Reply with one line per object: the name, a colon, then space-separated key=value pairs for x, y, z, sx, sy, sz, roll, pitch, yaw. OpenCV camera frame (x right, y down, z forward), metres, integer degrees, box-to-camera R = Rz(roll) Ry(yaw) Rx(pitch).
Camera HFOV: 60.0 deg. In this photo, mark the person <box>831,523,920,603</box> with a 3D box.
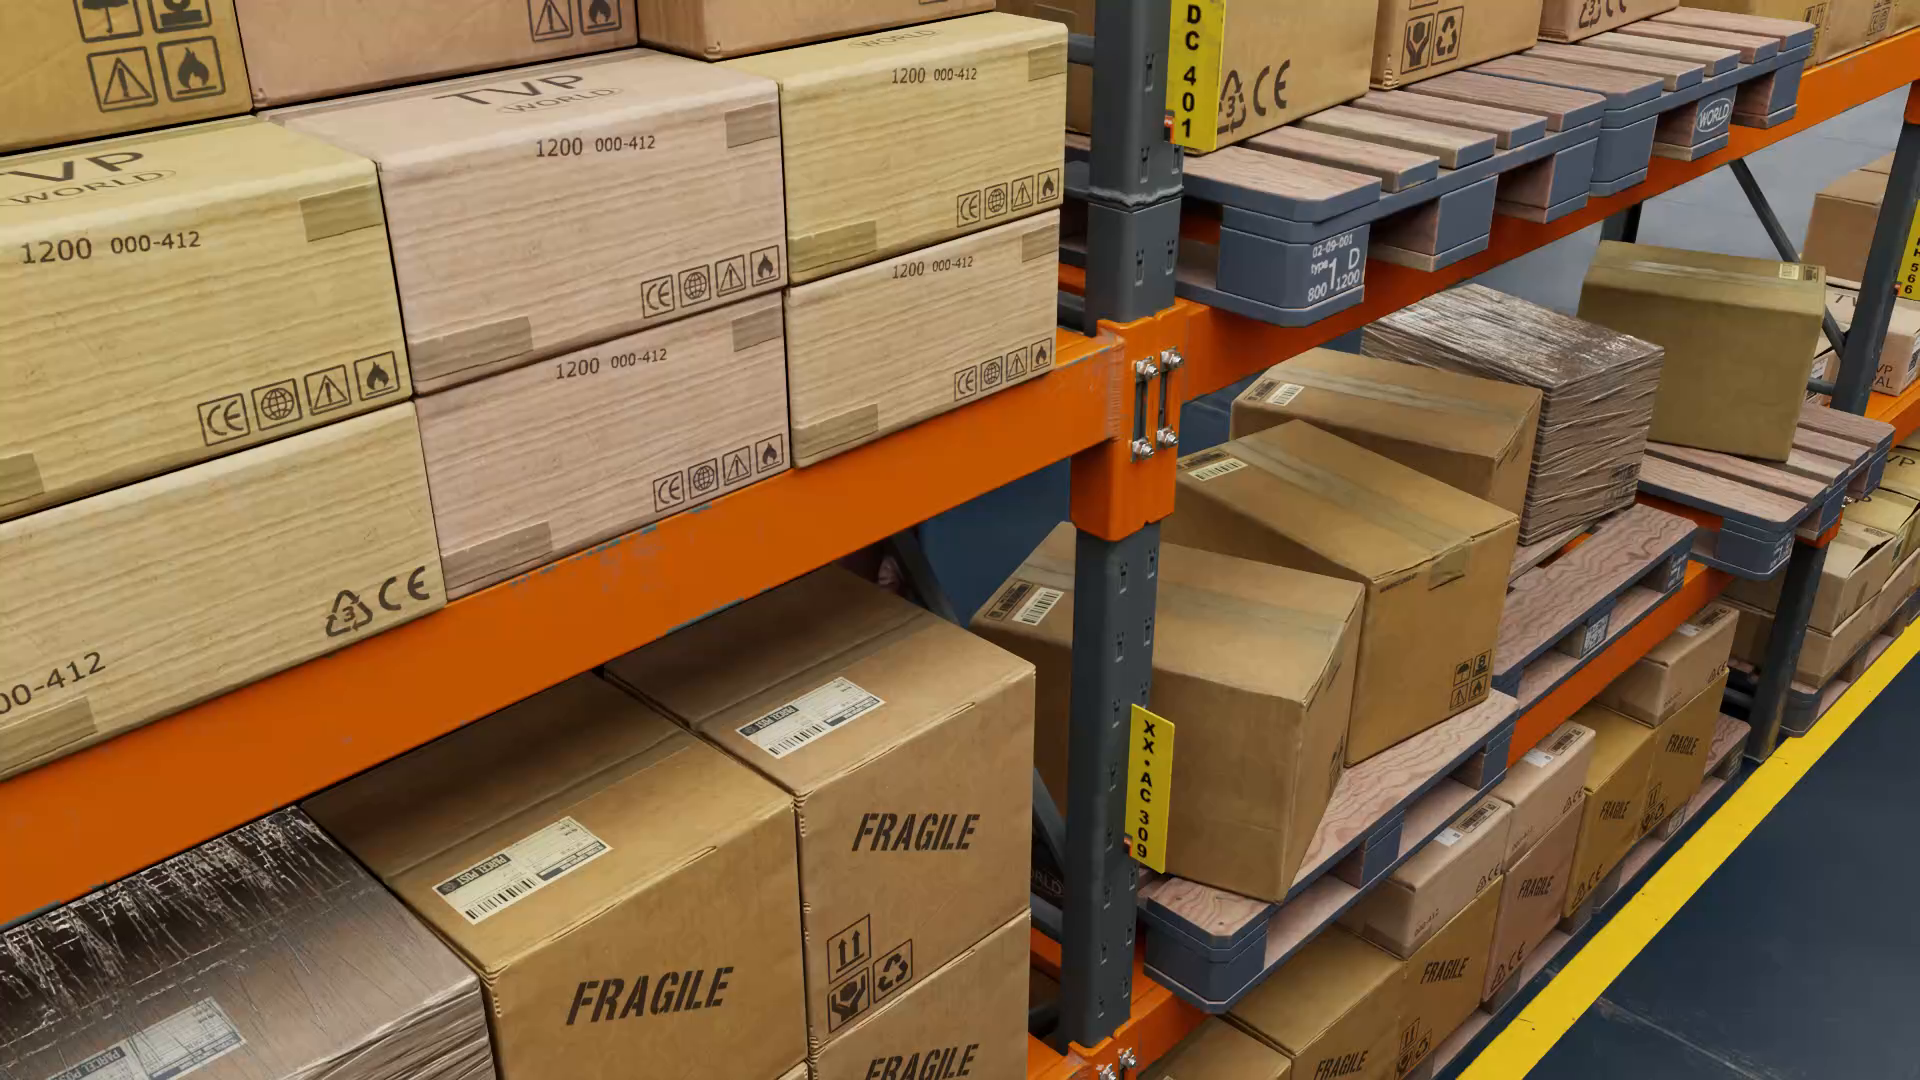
person: x=-0.337 y=0.184 z=5.771 sx=0.565 sy=1.733 sz=1.095 roll=22 pitch=35 yaw=36
